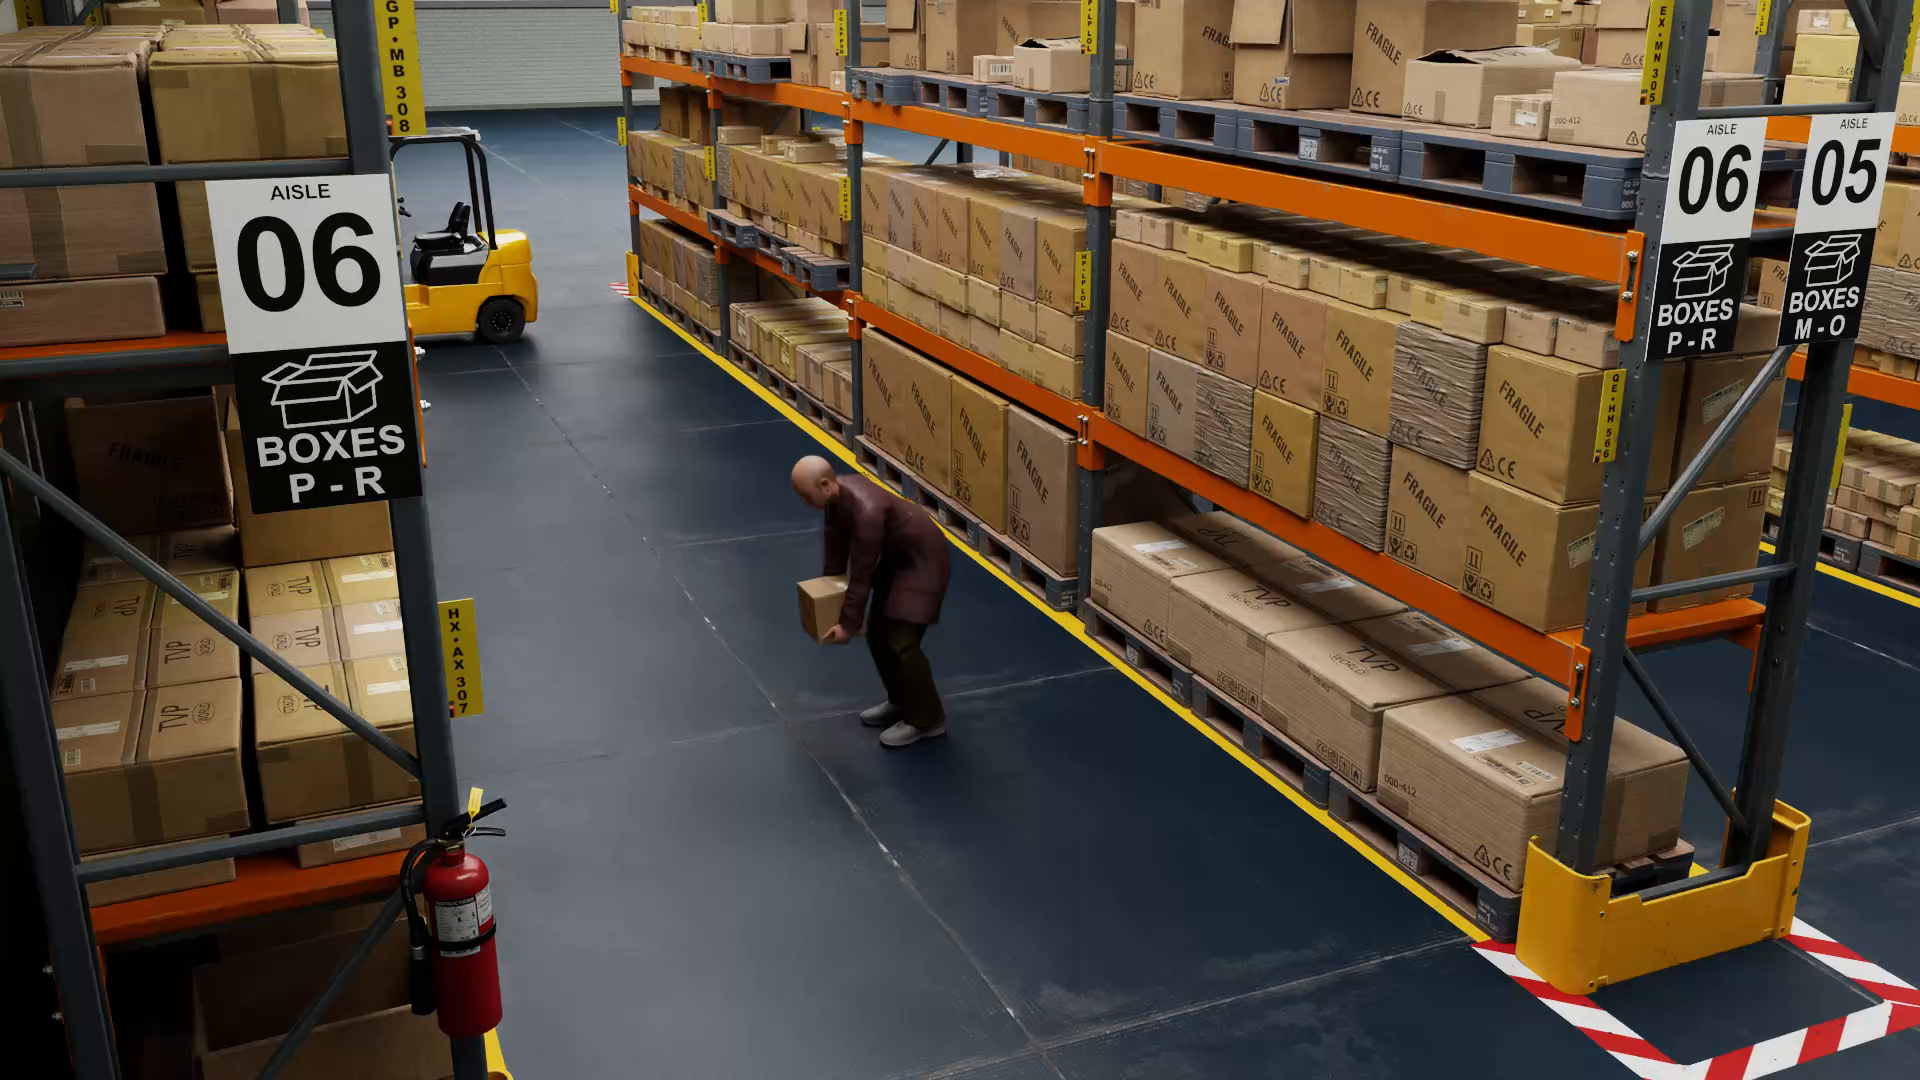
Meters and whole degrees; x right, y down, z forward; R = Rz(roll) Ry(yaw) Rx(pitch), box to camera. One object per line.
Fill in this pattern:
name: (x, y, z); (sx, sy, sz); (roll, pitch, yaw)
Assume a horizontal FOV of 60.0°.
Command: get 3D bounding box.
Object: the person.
person: (-0.437, 0.280, 8.200); (0.805, 1.497, 0.554); (-8, 20, -23)
